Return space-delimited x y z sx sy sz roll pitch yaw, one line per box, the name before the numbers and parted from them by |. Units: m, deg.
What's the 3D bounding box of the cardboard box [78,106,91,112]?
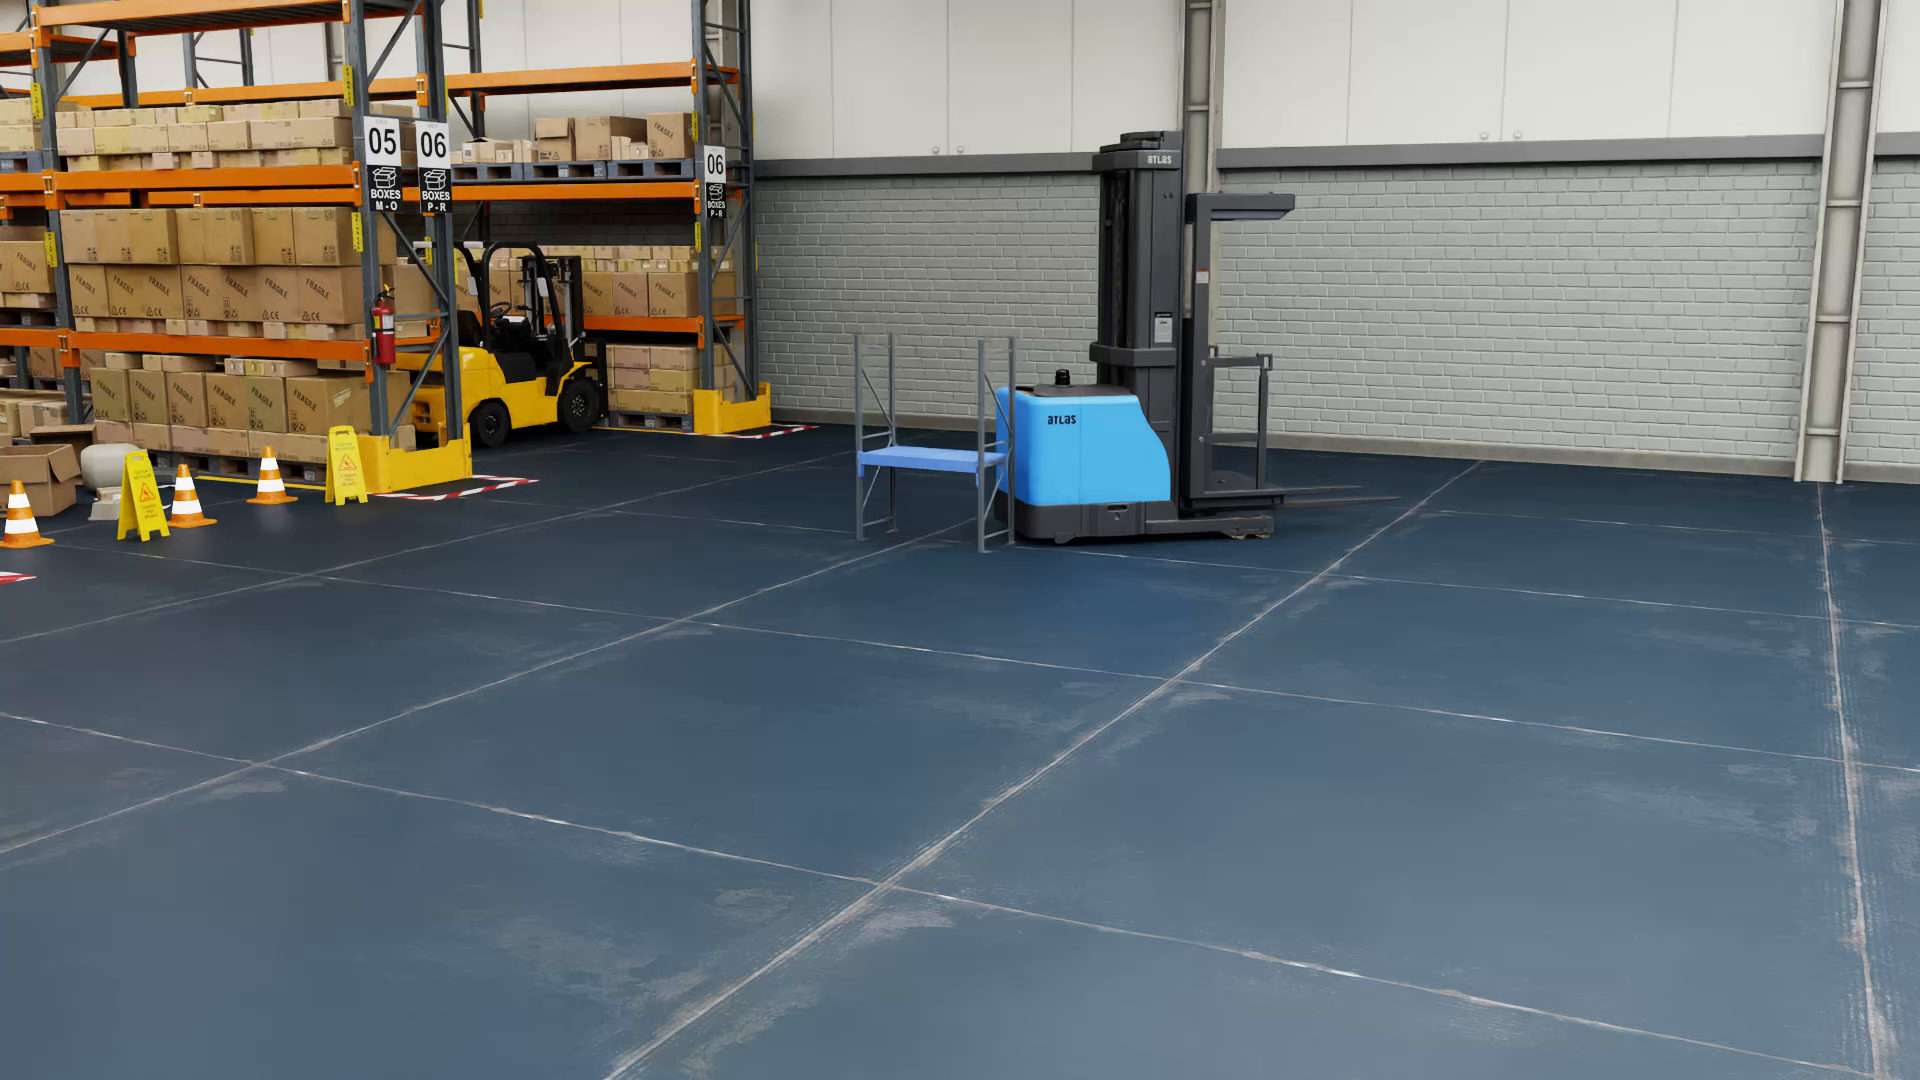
cardboard box | -9.241 -4.296 16.961 0.500 0.250 0.500 5 11 25

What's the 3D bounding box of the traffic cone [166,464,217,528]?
traffic cone | -5.998 -0.354 12.886 0.334 0.463 0.336 5 11 26

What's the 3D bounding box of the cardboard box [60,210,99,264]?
cardboard box | -8.144 -2.912 15.973 0.500 0.500 0.700 5 11 25

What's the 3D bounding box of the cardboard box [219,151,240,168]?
cardboard box | -6.435 -3.420 14.985 0.250 0.149 0.380 5 11 24

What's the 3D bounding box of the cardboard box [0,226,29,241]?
cardboard box | -9.580 -3.068 16.640 0.250 0.149 0.380 5 11 24

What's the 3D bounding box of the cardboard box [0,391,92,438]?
cardboard box | -9.560 -1.304 17.214 0.625 0.372 0.950 6 12 29

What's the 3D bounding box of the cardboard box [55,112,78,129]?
cardboard box | -8.305 -3.961 15.740 0.250 0.149 0.380 5 11 25

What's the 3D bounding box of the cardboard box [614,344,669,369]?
cardboard box | -3.674 -2.143 19.382 0.500 0.250 0.500 5 12 27

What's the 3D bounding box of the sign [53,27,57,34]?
sign | -13.184 -7.296 24.206 0.005 0.325 0.100 5 11 26

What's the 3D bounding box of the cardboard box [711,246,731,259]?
cardboard box | -2.869 -3.347 19.363 0.250 0.149 0.380 5 11 25

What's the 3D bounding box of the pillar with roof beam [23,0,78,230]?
pillar with roof beam | -15.554 -6.180 21.111 0.400 9.000 9.100 5 11 26

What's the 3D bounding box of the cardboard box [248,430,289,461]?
cardboard box | -6.161 -0.895 15.294 0.500 0.250 0.500 5 11 26

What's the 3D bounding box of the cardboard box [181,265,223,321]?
cardboard box | -6.805 -2.296 15.377 0.500 0.500 0.500 5 11 26

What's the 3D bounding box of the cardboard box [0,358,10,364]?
cardboard box | -14.374 -2.604 24.691 0.258 0.266 0.396 5 12 28

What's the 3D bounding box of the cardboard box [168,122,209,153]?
cardboard box | -6.805 -3.644 15.104 0.500 0.250 0.500 5 11 26

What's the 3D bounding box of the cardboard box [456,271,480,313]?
cardboard box | -5.967 -3.059 20.430 0.500 0.500 0.500 5 11 24

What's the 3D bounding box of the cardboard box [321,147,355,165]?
cardboard box | -5.299 -3.314 14.403 0.250 0.149 0.380 5 11 26

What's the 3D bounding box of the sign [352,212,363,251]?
sign | -5.119 -2.617 14.127 0.005 0.325 0.100 5 11 26

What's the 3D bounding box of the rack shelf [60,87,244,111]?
rack shelf | -11.630 -5.961 23.040 4.000 0.370 1.077 5 11 26

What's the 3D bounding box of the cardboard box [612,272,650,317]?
cardboard box | -3.681 -2.860 19.329 0.500 0.500 0.500 5 12 28

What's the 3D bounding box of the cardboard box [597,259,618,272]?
cardboard box | -4.023 -3.203 19.403 0.250 0.149 0.380 5 11 24

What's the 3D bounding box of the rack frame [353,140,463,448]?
rack frame | -4.856 -1.978 14.739 0.127 3.000 1.000 5 11 26

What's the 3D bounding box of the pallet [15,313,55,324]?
pallet | -10.236 -2.365 17.414 1.213 0.211 1.003 5 11 26

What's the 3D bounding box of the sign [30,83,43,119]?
sign | -8.685 -4.129 15.641 0.005 0.325 0.100 5 11 26

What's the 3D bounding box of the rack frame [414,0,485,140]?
rack frame | -6.250 -6.039 20.328 0.127 3.000 1.000 5 11 26

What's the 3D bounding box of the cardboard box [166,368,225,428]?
cardboard box | -7.084 -1.345 15.676 0.500 0.500 0.500 6 12 29

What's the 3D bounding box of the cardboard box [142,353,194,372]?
cardboard box | -7.486 -1.686 15.739 0.250 0.149 0.380 6 12 28

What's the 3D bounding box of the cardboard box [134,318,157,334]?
cardboard box | -7.595 -2.041 15.792 0.250 0.149 0.380 5 12 28

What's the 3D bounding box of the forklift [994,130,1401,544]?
forklift | 1.834 -1.534 12.477 3.031 2.935 1.130 -3 11 -14

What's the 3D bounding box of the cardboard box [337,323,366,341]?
cardboard box | -5.286 -1.850 14.736 0.250 0.149 0.380 5 12 28

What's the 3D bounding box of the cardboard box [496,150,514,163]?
cardboard box | -5.292 -4.551 19.773 0.250 0.149 0.380 5 12 28

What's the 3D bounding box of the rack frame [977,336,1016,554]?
rack frame | 0.261 -0.680 11.777 0.032 1.500 0.500 6 12 29

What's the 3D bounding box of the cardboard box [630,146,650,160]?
cardboard box | -3.540 -4.397 18.923 0.250 0.149 0.380 5 11 24

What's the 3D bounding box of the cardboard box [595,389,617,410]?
cardboard box | -4.110 -1.693 19.705 0.500 0.250 0.500 5 11 26

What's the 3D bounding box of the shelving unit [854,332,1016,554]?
shelving unit | -0.180 -0.725 12.026 1.048 1.500 0.538 6 12 29

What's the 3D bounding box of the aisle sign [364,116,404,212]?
aisle sign | -4.928 -3.206 14.225 0.004 0.787 0.394 5 11 26

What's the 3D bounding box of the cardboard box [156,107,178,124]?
cardboard box | -7.112 -3.868 15.221 0.250 0.149 0.380 5 11 25

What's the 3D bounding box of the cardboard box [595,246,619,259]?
cardboard box | -4.032 -3.346 19.357 0.250 0.149 0.380 5 12 27

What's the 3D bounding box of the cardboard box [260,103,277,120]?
cardboard box | -5.945 -3.775 14.707 0.250 0.149 0.380 5 11 26

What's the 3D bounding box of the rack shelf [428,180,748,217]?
rack shelf | -4.456 -4.051 19.789 4.000 0.370 1.077 5 11 26

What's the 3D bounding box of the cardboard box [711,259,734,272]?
cardboard box | -2.852 -3.208 19.431 0.250 0.149 0.380 5 11 24

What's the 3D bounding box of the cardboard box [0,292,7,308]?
cardboard box | -9.502 -2.411 16.657 0.250 0.149 0.380 5 11 25

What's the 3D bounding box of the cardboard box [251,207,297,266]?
cardboard box | -5.861 -2.712 14.871 0.500 0.500 0.700 5 11 26

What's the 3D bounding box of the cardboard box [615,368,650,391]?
cardboard box | -3.682 -1.901 19.448 0.500 0.250 0.500 5 11 25

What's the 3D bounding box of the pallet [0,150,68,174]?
pallet | -8.949 -3.743 16.593 1.003 0.211 1.213 5 11 26

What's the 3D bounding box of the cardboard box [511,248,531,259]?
cardboard box | -5.158 -3.451 19.940 0.250 0.149 0.380 5 11 25

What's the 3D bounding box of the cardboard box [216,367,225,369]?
cardboard box | -6.878 -1.433 16.160 0.500 0.500 0.500 6 12 29

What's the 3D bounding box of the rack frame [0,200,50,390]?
rack frame | -13.424 -3.717 24.346 0.127 3.000 1.000 5 11 26

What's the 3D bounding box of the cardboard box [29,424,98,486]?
cardboard box | -8.084 -0.763 15.036 0.500 0.500 0.500 -4 11 -23

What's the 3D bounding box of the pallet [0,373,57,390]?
pallet | -14.039 -2.399 24.894 1.213 0.211 1.003 5 11 26

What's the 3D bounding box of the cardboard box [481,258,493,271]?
cardboard box | -5.601 -3.352 20.225 0.250 0.149 0.380 5 11 26

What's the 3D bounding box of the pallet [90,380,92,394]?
pallet | -11.580 -2.191 23.743 1.213 0.211 1.003 5 11 26

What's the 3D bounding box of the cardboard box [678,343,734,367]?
cardboard box | -3.010 -2.185 19.616 0.500 0.250 0.500 5 11 25

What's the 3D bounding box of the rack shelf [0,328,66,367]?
rack shelf | -10.236 -2.097 17.416 4.000 0.370 1.077 5 11 26

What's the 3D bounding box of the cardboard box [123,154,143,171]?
cardboard box | -7.584 -3.525 15.566 0.250 0.149 0.380 5 12 28

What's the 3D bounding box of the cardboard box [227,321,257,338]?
cardboard box | -6.464 -1.940 15.231 0.250 0.149 0.380 5 11 25
